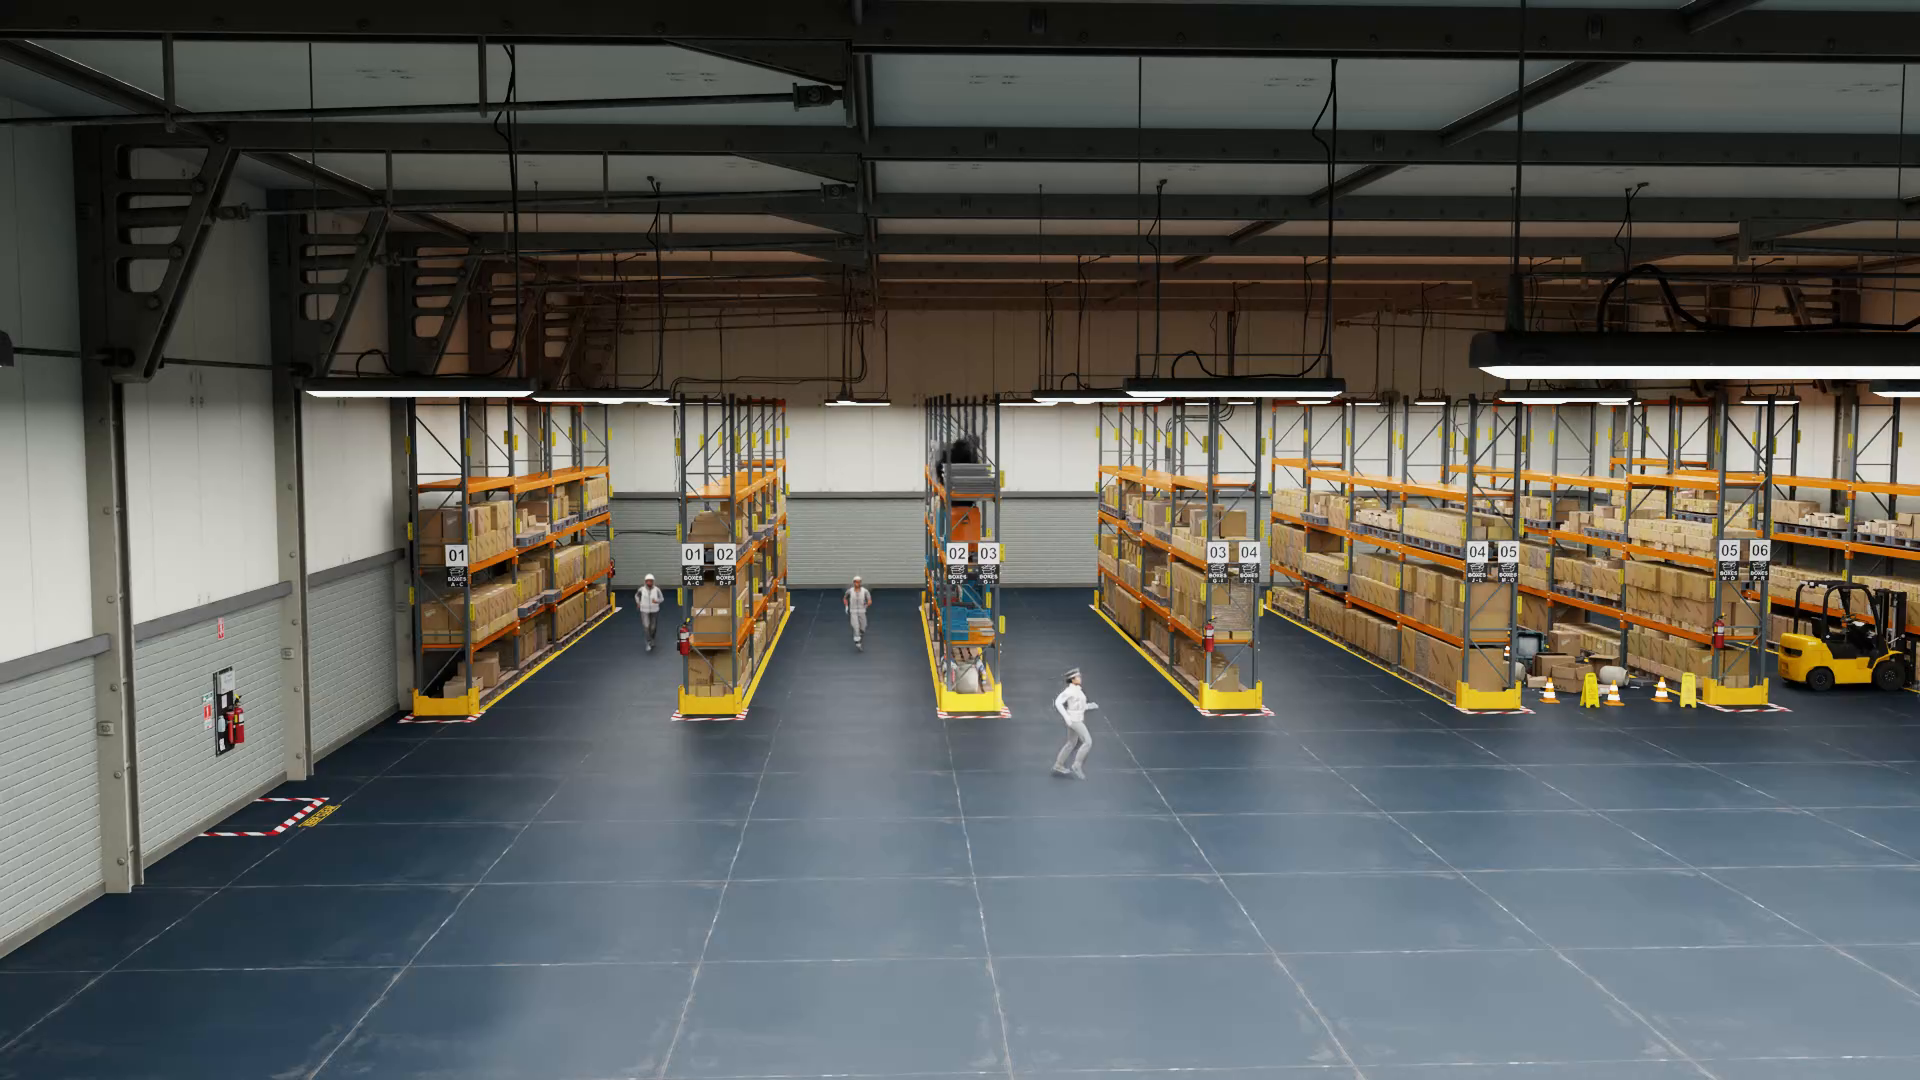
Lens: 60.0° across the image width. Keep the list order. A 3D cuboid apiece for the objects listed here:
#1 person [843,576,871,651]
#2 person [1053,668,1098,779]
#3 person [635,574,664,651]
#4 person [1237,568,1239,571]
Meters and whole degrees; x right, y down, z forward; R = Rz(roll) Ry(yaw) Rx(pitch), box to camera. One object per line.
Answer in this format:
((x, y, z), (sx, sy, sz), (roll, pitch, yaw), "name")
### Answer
((-2.428, 1.731, 39.434), (0.657, 1.755, 0.760), (-1, 5, -8), "person")
((1.790, 2.844, 25.805), (0.707, 1.730, 0.577), (1, 5, 13), "person")
((-7.351, 1.696, 39.420), (0.658, 1.774, 0.872), (-1, 5, -16), "person")
((7.733, 1.313, 45.333), (0.588, 1.658, 0.770), (0, 5, 0), "person")
